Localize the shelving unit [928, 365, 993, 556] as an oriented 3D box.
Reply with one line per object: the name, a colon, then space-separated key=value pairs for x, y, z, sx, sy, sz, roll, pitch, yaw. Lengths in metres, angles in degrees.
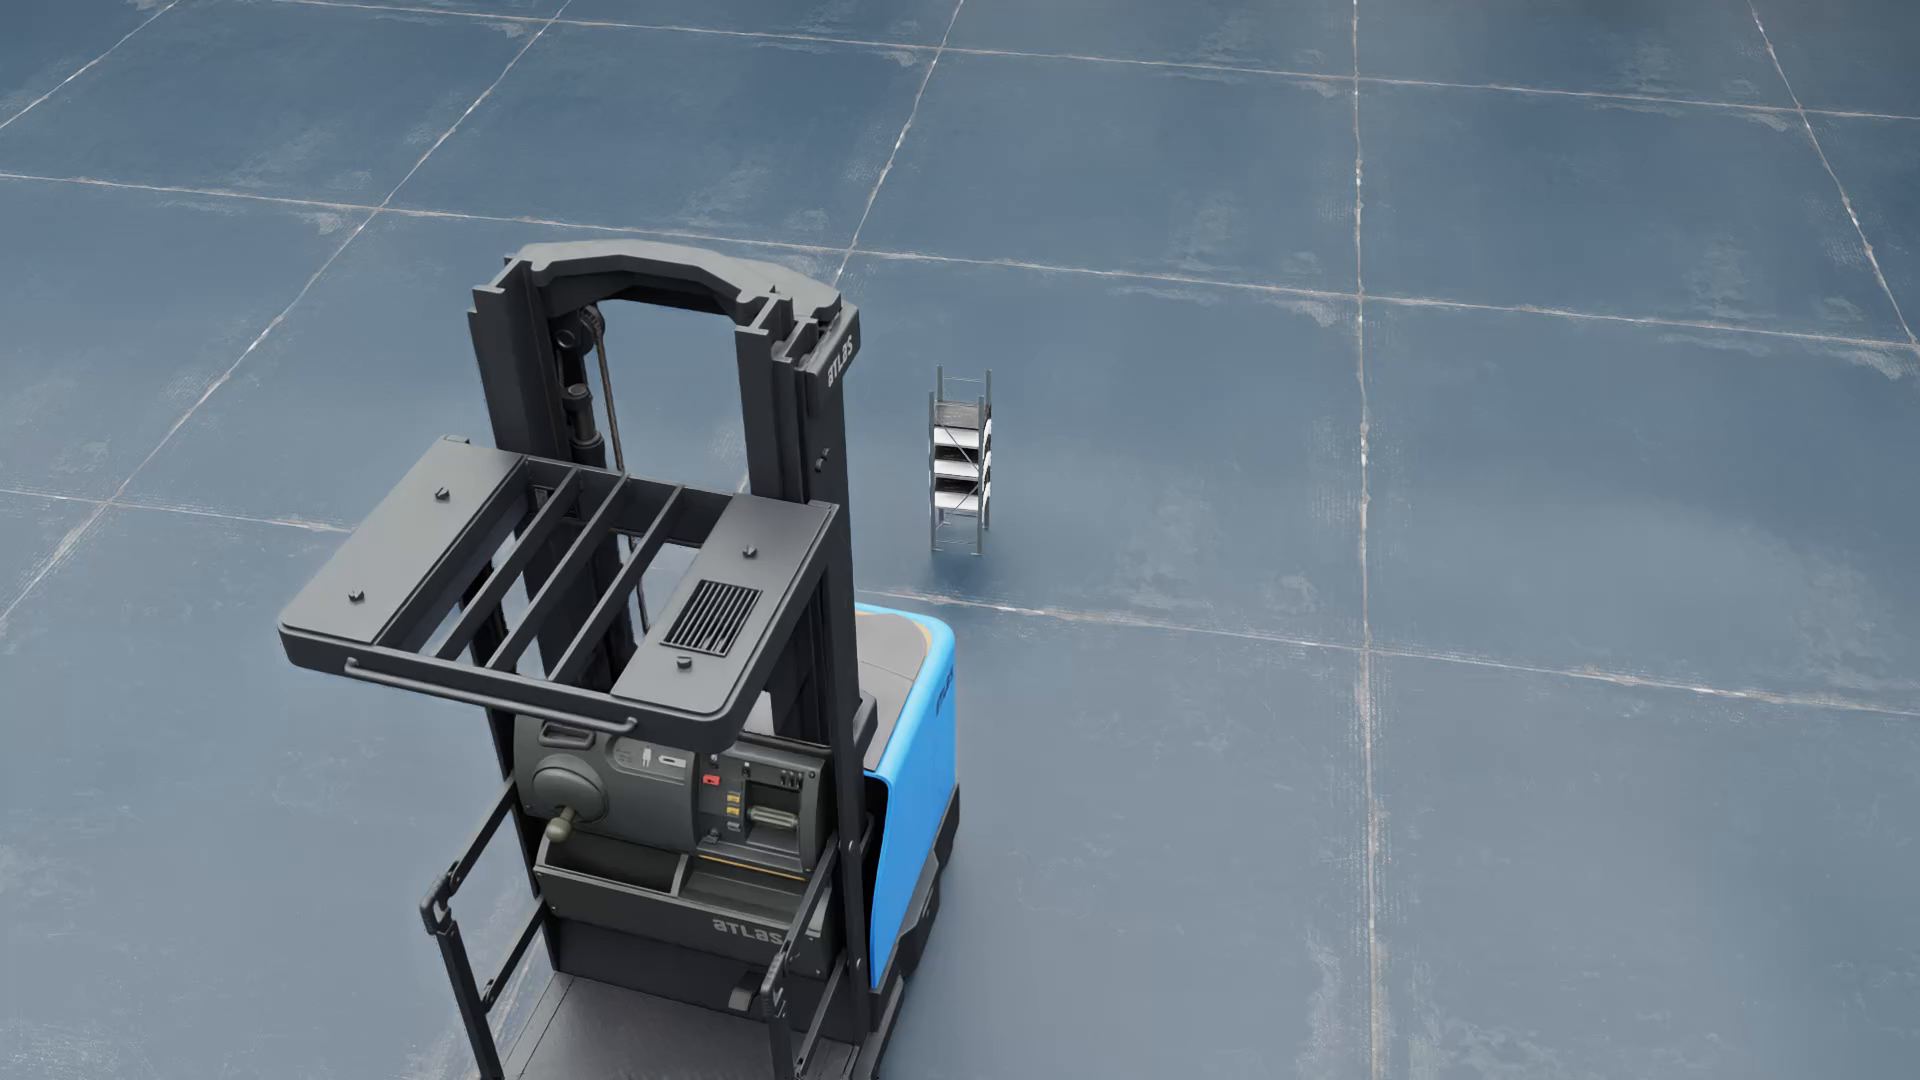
shelving unit: x=0.001 y=-0.352 z=7.566 sx=0.258 sy=0.900 sz=0.210 roll=6 pitch=40 yaw=8

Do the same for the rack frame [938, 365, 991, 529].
rack frame: x=0.019 y=-0.416 z=7.643 sx=0.240 sy=0.900 sz=0.006 roll=6 pitch=40 yaw=8

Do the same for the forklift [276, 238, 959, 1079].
forklift: x=-0.896 y=0.798 z=4.581 sx=1.130 sy=2.935 sz=3.031 roll=10 pitch=41 yaw=12

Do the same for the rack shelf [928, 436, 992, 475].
rack shelf: x=0.001 y=-0.396 z=7.530 sx=0.258 sy=0.077 sz=0.200 roll=6 pitch=40 yaw=8

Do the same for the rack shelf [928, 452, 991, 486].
rack shelf: x=0.001 y=-0.326 z=7.588 sx=0.258 sy=0.077 sz=0.200 roll=6 pitch=40 yaw=8

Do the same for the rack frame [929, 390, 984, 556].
rack frame: x=-0.016 y=-0.288 z=7.489 sx=0.240 sy=0.900 sz=0.006 roll=6 pitch=40 yaw=8

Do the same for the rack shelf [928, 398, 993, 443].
rack shelf: x=0.001 y=-0.534 z=7.415 sx=0.258 sy=0.077 sz=0.200 roll=6 pitch=40 yaw=8

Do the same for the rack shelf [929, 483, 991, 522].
rack shelf: x=0.001 y=-0.187 z=7.702 sx=0.258 sy=0.077 sz=0.200 roll=6 pitch=40 yaw=8

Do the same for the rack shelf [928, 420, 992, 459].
rack shelf: x=0.001 y=-0.465 z=7.473 sx=0.258 sy=0.077 sz=0.200 roll=6 pitch=40 yaw=8

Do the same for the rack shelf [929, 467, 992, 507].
rack shelf: x=0.001 y=-0.257 z=7.645 sx=0.258 sy=0.077 sz=0.200 roll=6 pitch=40 yaw=8
